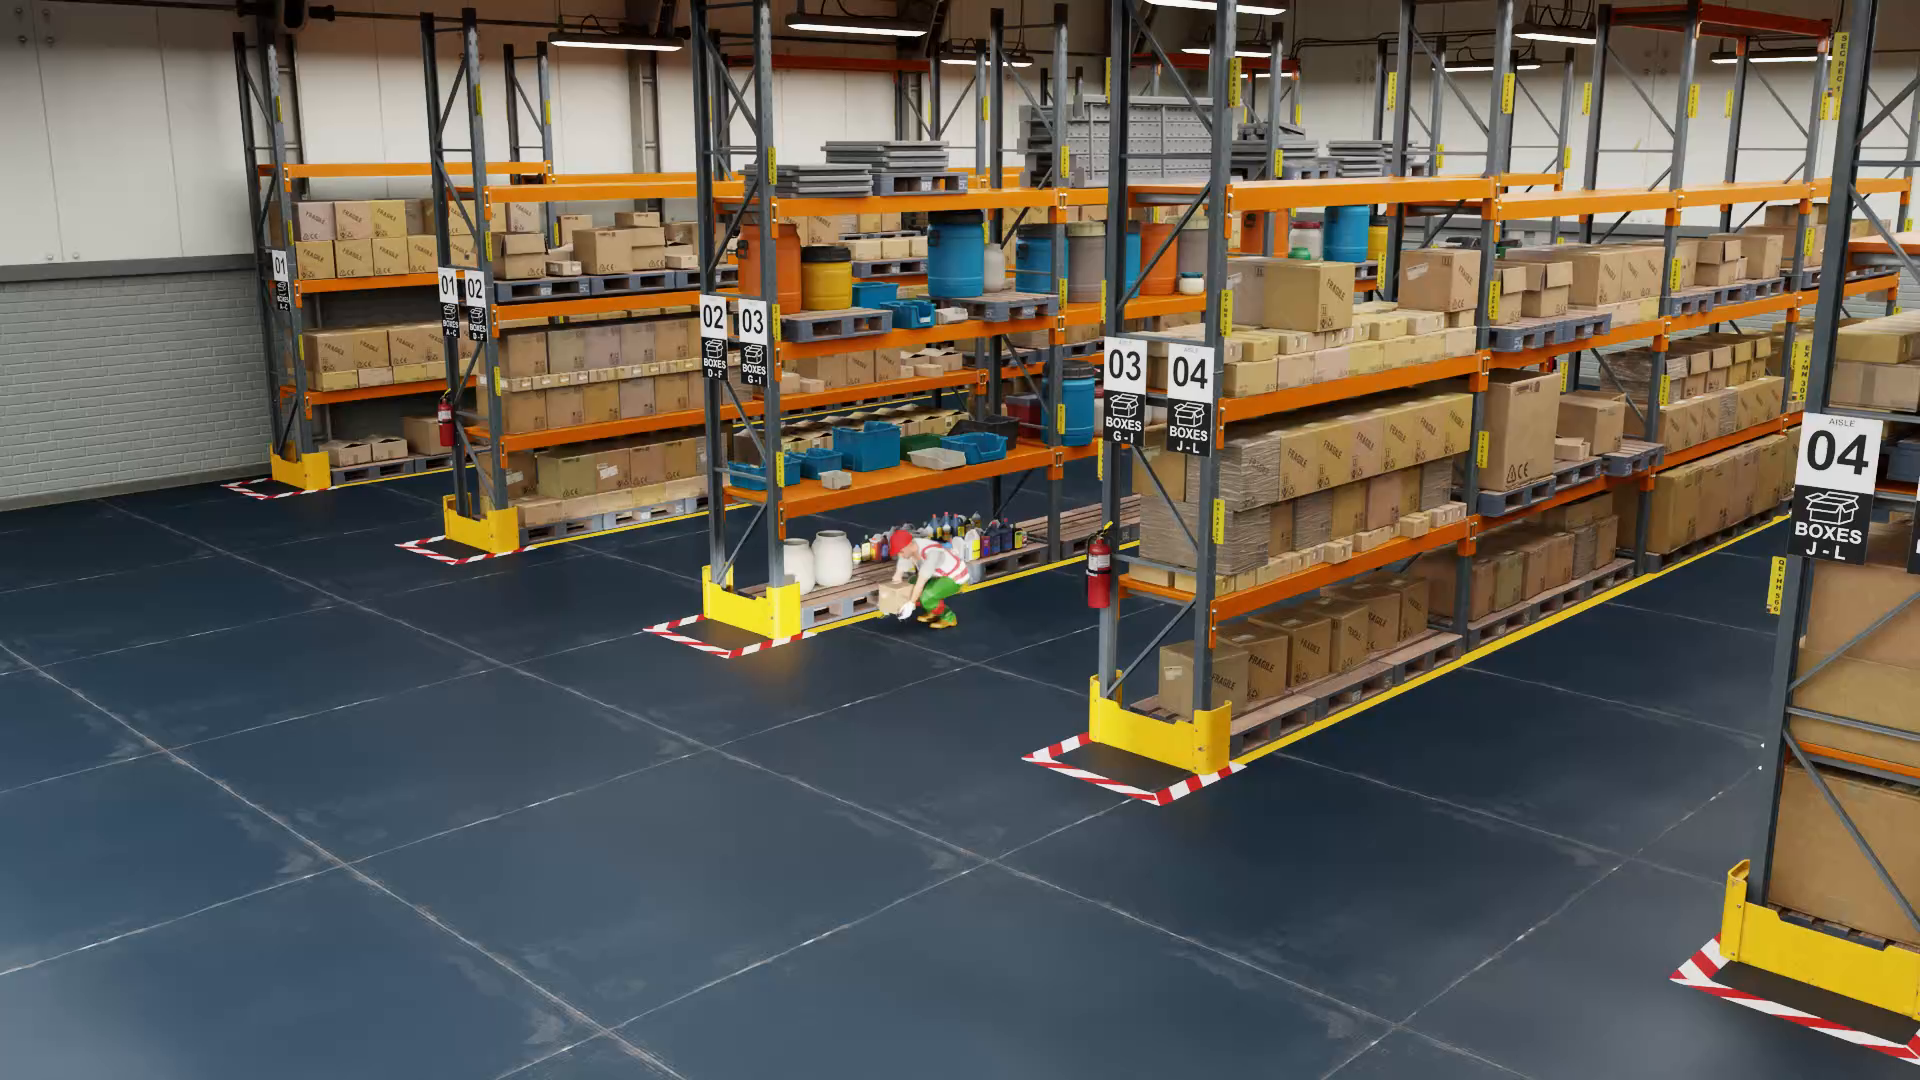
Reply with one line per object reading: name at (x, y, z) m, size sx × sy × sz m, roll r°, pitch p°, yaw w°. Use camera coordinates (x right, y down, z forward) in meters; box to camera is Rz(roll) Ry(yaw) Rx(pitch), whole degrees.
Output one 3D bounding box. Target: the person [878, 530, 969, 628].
person at (-0.342, 0.354, 16.159) m, size 0.897 × 1.008 × 0.544 m, roll -7°, pitch 15°, yaw -27°
